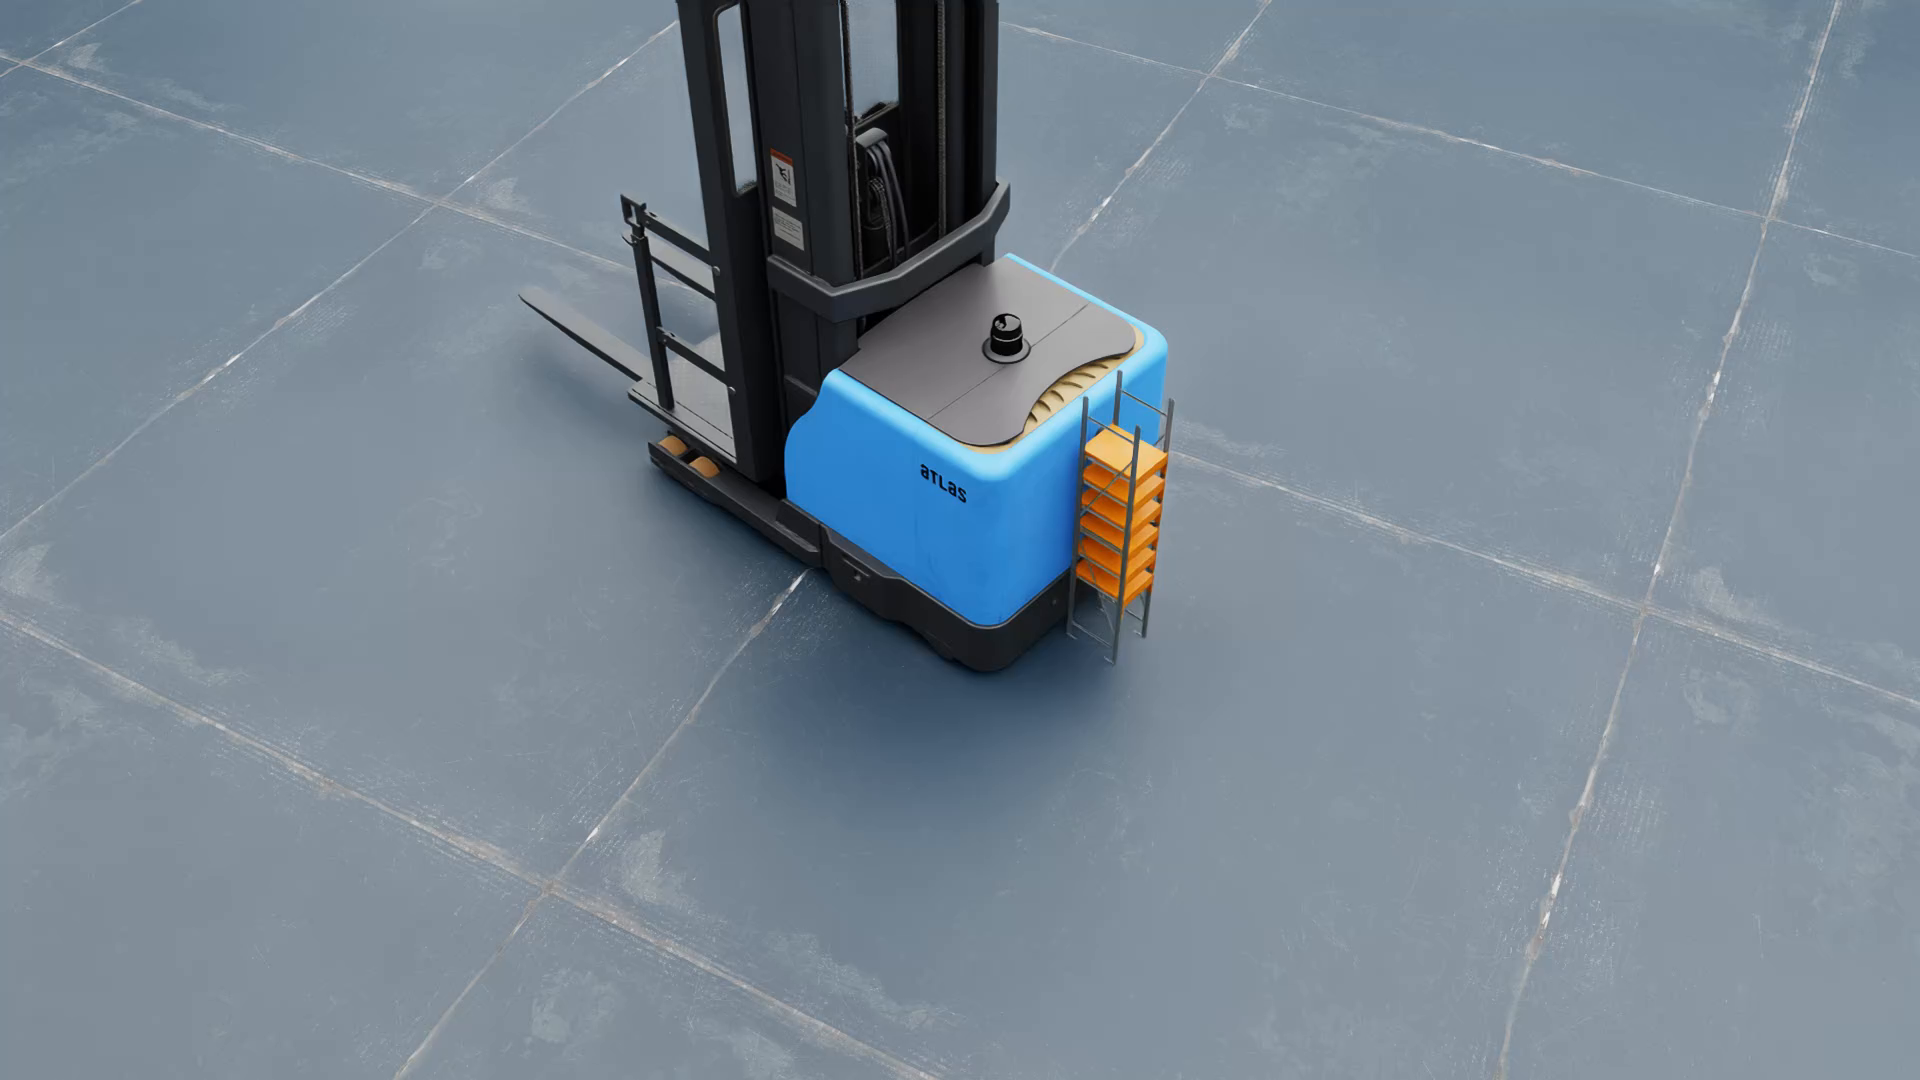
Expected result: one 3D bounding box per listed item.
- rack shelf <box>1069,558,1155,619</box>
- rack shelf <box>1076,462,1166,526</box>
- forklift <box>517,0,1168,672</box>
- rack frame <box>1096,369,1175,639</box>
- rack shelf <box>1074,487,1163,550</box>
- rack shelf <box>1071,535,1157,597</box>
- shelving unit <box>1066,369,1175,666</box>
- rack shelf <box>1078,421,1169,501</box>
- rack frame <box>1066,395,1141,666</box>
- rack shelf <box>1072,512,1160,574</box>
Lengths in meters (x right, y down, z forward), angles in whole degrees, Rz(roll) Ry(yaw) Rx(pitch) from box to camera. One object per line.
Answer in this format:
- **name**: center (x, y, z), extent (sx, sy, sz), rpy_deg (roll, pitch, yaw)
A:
- **rack shelf**: center (0.561, 0.148, 6.159), extent (0.258, 0.103, 0.180), rpy_deg (33, 54, 28)
- **rack shelf**: center (0.562, -0.189, 5.818), extent (0.258, 0.103, 0.180), rpy_deg (33, 54, 28)
- **forklift**: center (-0.666, -1.458, 6.130), extent (3.031, 2.935, 1.130), rpy_deg (33, 54, 28)
- **rack frame**: center (0.623, -0.100, 6.005), extent (0.240, 1.200, 0.006), rpy_deg (33, 54, 28)
- **rack shelf**: center (0.562, -0.104, 5.903), extent (0.258, 0.103, 0.180), rpy_deg (33, 54, 28)
- **rack shelf**: center (0.562, 0.064, 6.074), extent (0.258, 0.103, 0.180), rpy_deg (33, 54, 28)
- **shelving unit**: center (0.562, -0.051, 5.957), extent (0.258, 1.200, 0.189), rpy_deg (33, 54, 28)
- **rack shelf**: center (0.562, -0.273, 5.732), extent (0.258, 0.103, 0.180), rpy_deg (33, 54, 28)
- **rack frame**: center (0.500, -0.003, 5.909), extent (0.240, 1.200, 0.006), rpy_deg (33, 54, 28)
- **rack shelf**: center (0.562, -0.020, 5.989), extent (0.258, 0.103, 0.180), rpy_deg (33, 54, 28)
